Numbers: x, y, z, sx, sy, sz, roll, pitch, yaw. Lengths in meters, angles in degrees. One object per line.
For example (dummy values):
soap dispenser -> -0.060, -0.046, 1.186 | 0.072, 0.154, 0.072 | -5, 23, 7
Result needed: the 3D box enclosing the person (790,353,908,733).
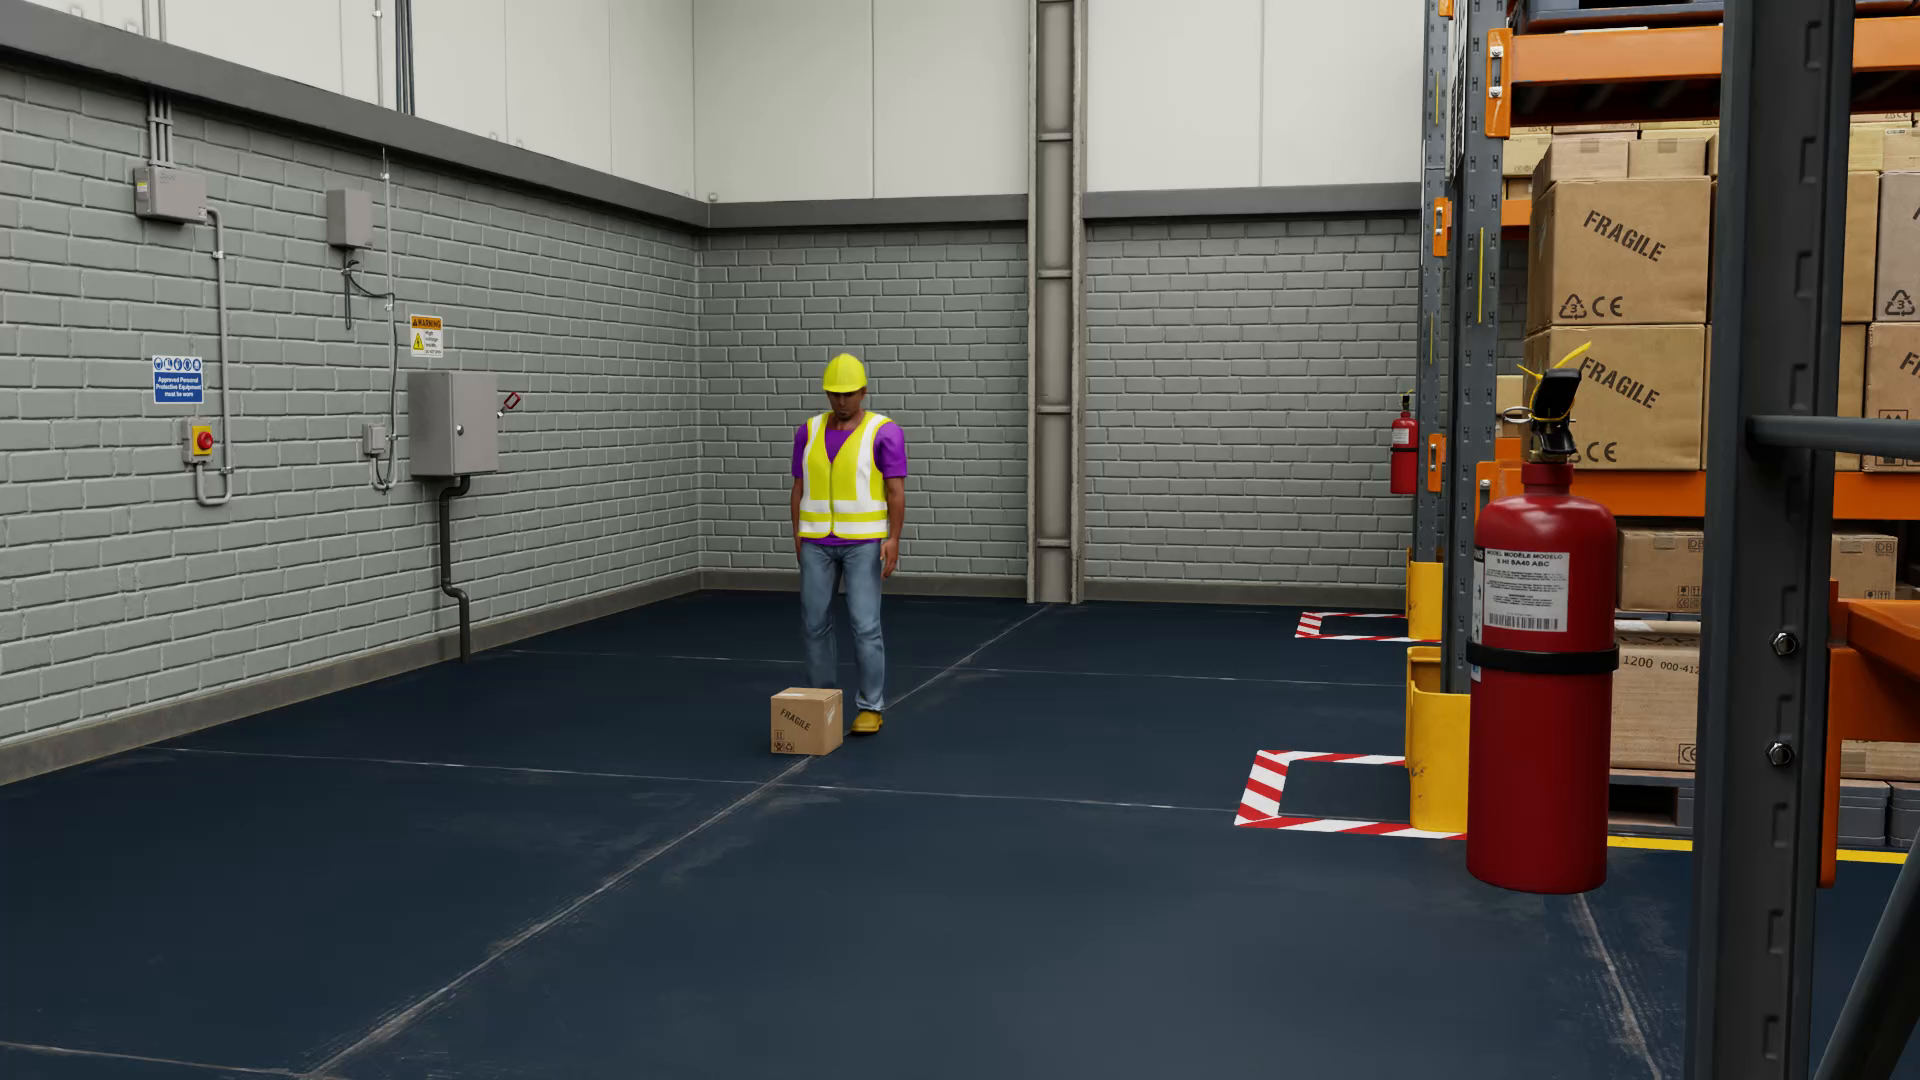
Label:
person -> -0.530, 0.013, 7.773 | 0.568, 1.760, 0.368 | 1, 5, 15
